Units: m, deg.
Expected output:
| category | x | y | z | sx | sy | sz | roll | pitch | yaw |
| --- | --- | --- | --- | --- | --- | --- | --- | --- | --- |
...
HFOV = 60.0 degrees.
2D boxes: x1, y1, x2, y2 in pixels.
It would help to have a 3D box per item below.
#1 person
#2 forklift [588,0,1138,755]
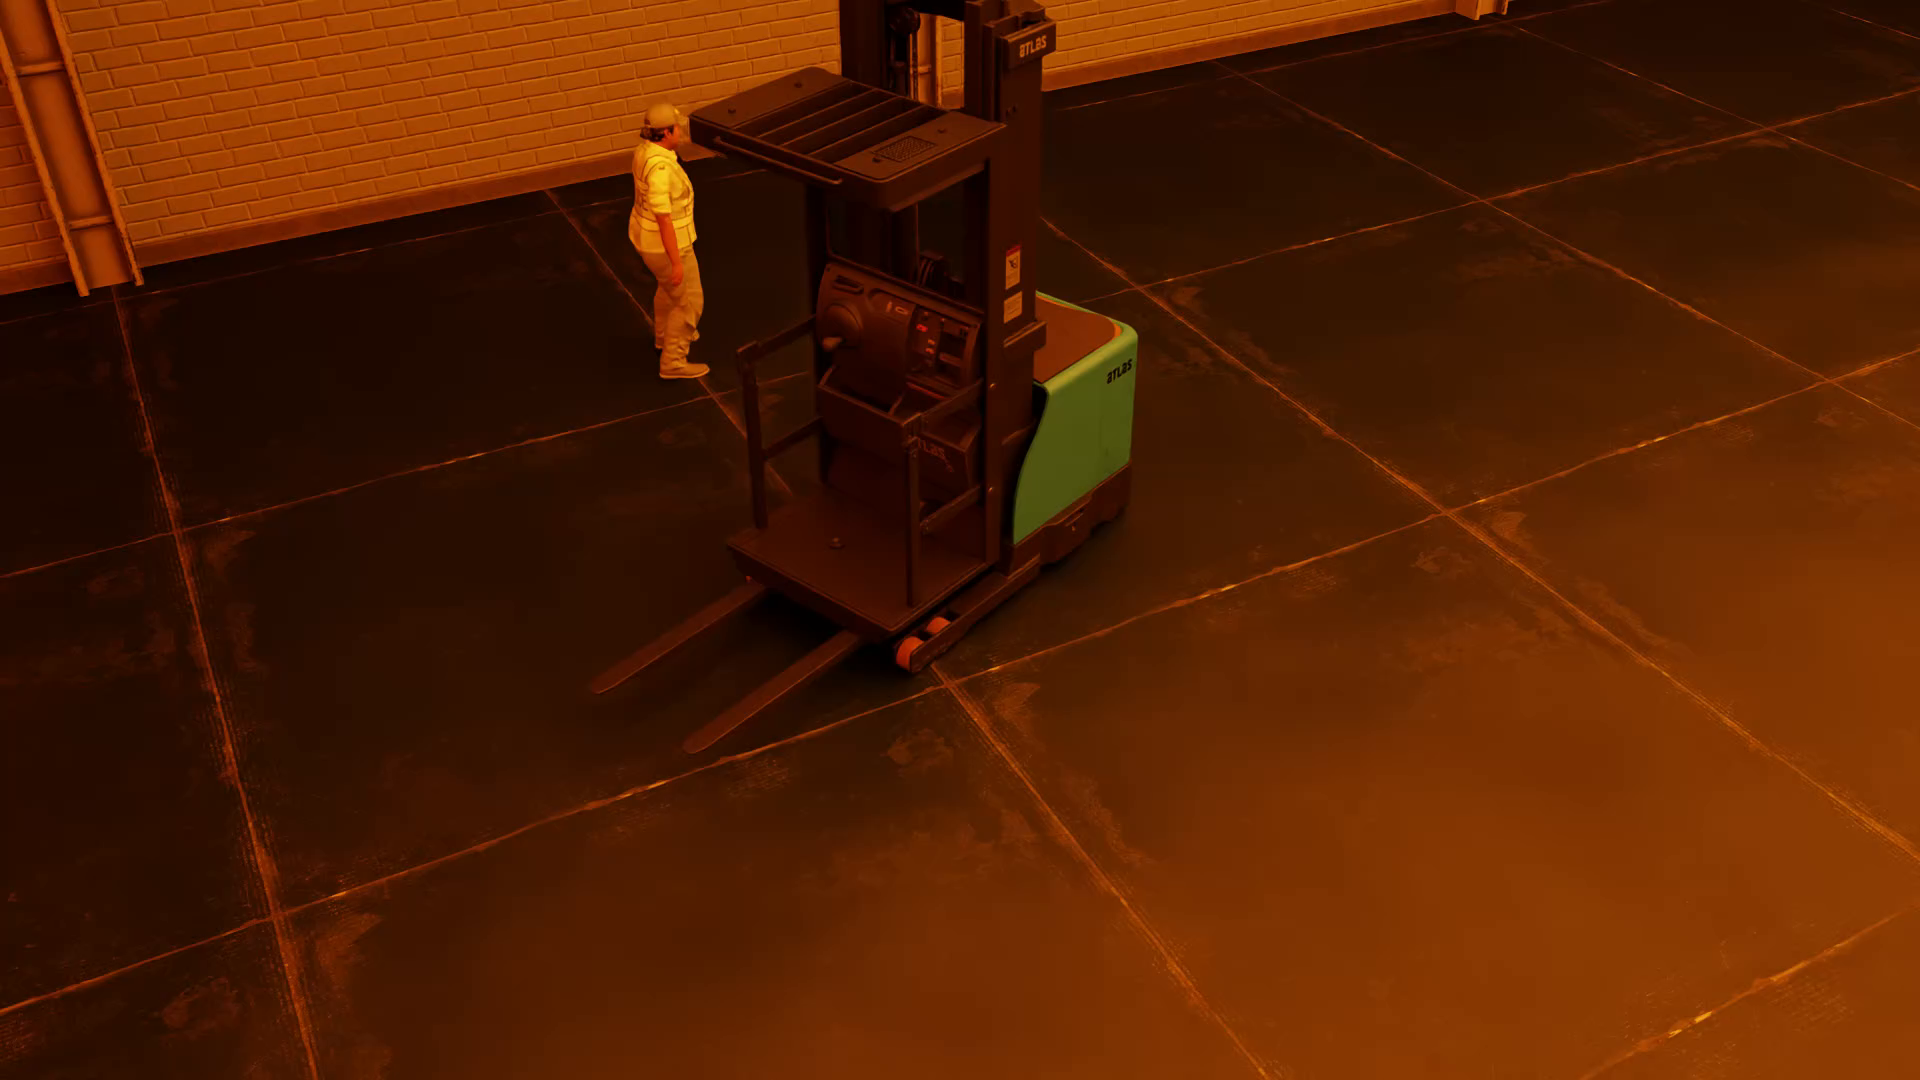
| category | x | y | z | sx | sy | sz | roll | pitch | yaw |
| --- | --- | --- | --- | --- | --- | --- | --- | --- | --- |
| person | -1.702 | -1.751 | 9.717 | 0.433 | 1.646 | 0.691 | -15 | 38 | -20 |
| forklift | -0.421 | -0.905 | 7.403 | 1.130 | 2.935 | 3.031 | 26 | 43 | 31 |
